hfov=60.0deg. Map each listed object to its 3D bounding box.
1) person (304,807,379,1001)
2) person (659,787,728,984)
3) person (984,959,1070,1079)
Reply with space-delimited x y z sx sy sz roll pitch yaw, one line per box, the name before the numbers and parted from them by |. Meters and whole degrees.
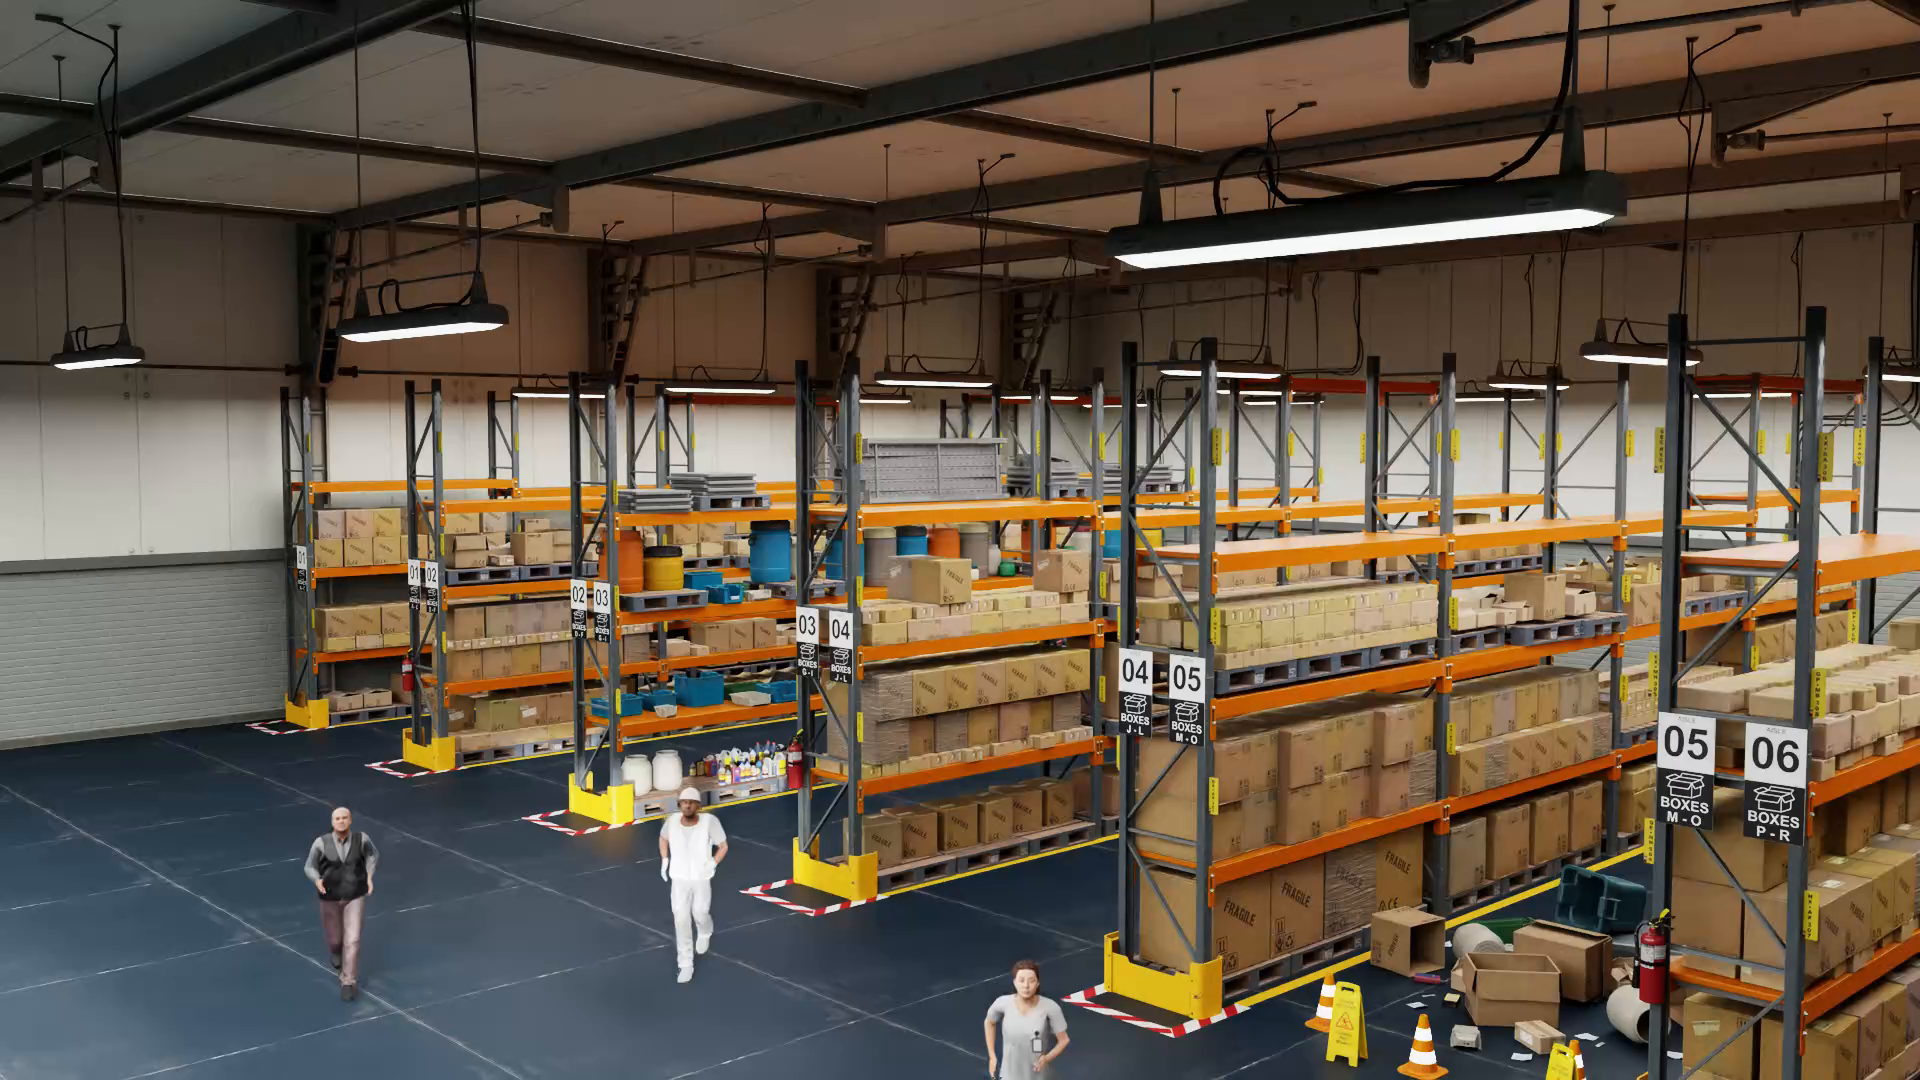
person | -5.732 3.328 15.446 0.662 1.712 0.914 -1 4 -21
person | -2.577 3.257 16.032 0.687 1.790 0.921 0 4 -1
person | 0.445 3.617 11.097 0.571 1.681 0.859 0 4 2
